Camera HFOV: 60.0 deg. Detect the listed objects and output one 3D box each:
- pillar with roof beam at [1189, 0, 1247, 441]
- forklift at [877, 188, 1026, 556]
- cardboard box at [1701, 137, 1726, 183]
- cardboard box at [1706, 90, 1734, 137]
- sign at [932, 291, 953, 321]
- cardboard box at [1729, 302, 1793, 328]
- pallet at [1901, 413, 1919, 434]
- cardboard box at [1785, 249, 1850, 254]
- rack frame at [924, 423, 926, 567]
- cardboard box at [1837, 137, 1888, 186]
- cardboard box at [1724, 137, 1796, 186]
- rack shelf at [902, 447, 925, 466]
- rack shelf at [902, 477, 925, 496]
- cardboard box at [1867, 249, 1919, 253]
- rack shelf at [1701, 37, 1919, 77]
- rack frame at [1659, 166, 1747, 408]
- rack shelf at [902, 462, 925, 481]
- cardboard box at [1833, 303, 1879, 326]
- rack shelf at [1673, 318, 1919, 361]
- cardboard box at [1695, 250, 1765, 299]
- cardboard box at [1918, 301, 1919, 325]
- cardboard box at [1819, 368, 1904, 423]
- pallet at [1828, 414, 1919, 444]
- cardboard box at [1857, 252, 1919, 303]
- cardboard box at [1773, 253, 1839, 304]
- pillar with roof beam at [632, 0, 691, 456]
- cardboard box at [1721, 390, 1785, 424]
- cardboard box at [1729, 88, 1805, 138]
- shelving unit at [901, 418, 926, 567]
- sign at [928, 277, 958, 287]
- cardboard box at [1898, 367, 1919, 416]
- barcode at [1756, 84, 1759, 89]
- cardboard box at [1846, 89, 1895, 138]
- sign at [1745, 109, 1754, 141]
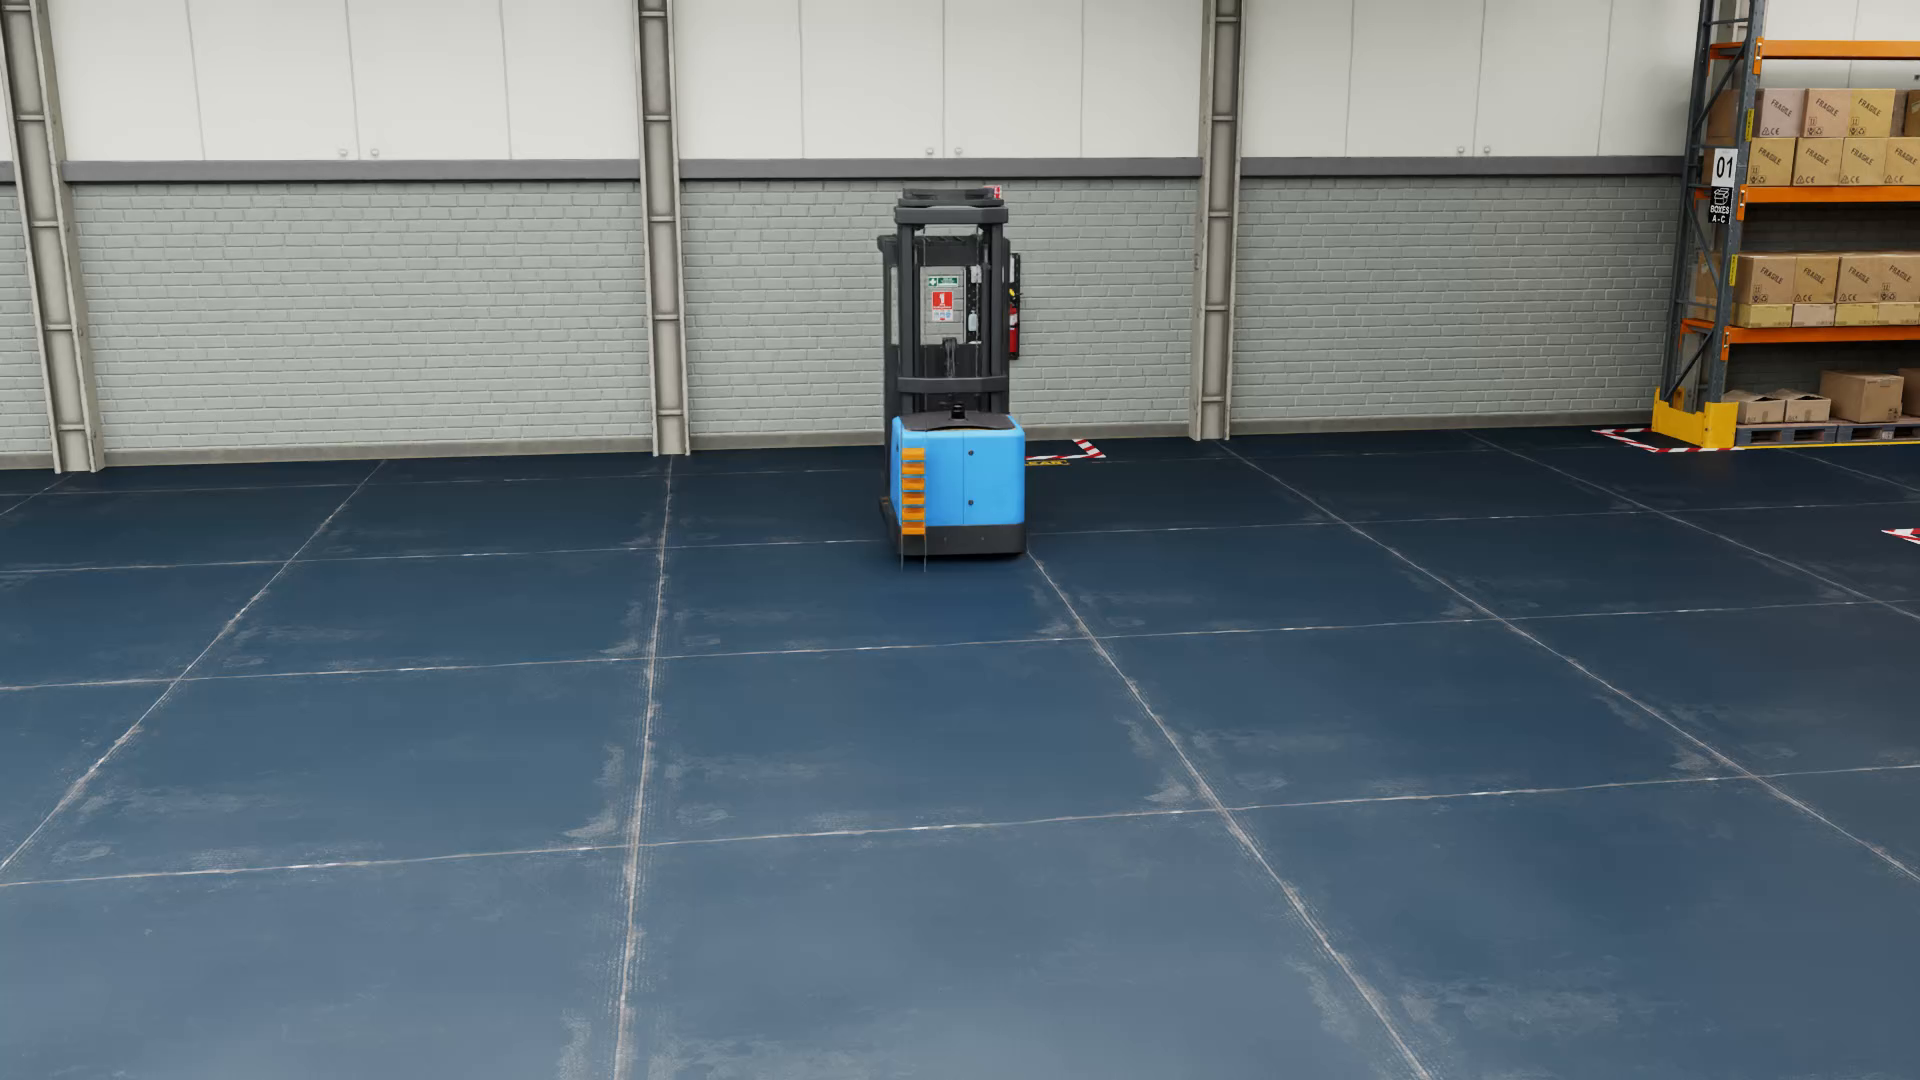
[{"bbox_3d":[3.461,-4.489,13.621,0.400,9.000,9.100,-2,14,-8],"label":"pillar with roof beam"},{"bbox_3d":[-0.145,-1.603,14.588,1.130,2.935,3.031,-2,14,-6],"label":"forklift"},{"bbox_3d":[8.564,-4.188,18.340,0.500,0.500,0.500,-1,14,-4],"label":"cardboard box"},{"bbox_3d":[8.577,-4.675,18.228,0.500,0.500,0.500,-1,14,-6],"label":"cardboard box"},{"bbox_3d":[-0.192,-2.556,18.174,0.234,0.329,0.001,-2,14,-8],"label":"sign"},{"bbox_3d":[8.719,-2.477,18.198,0.500,0.250,0.500,-3,14,-10],"label":"cardboard box"},{"bbox_3d":[11.486,-1.358,19.203,1.213,0.211,1.003,-2,14,-8],"label":"pallet"},{"bbox_3d":[9.633,-3.003,18.755,0.500,0.500,0.500,-2,14,-10],"label":"cardboard box"},{"bbox_3d":[-0.276,-0.351,13.149,0.006,1.200,0.240,0,14,-1],"label":"rack frame"},{"bbox_3d":[9.606,-4.094,17.968,0.500,0.500,0.500,-1,14,-6],"label":"cardboard box"},{"bbox_3d":[8.557,-4.064,17.846,0.500,0.500,0.500,-2,14,-7],"label":"cardboard box"},{"bbox_3d":[-0.367,-0.656,13.069,0.180,0.103,0.258,0,14,-1],"label":"rack shelf"},{"bbox_3d":[-0.368,-0.424,13.129,0.180,0.103,0.258,0,14,-1],"label":"rack shelf"},{"bbox_3d":[10.643,-3.043,18.914,0.500,0.500,0.500,-2,14,-7],"label":"cardboard box"},{"bbox_3d":[10.167,-5.230,18.064,4.000,0.370,1.077,-2,14,-8],"label":"rack shelf"},{"bbox_3d":[8.189,-2.598,18.416,0.127,3.000,1.000,-2,14,-8],"label":"rack frame"},{"bbox_3d":[-0.367,-0.540,13.099,0.180,0.103,0.258,0,14,-1],"label":"rack shelf"},{"bbox_3d":[9.735,-2.516,18.355,0.500,0.250,0.500,-2,14,-9],"label":"cardboard box"},{"bbox_3d":[10.167,-2.322,18.793,4.000,0.370,1.077,-2,14,-8],"label":"rack shelf"},{"bbox_3d":[8.624,-2.967,18.613,0.500,0.500,0.500,-2,14,-9],"label":"cardboard box"},{"bbox_3d":[10.732,-2.552,18.500,0.500,0.250,0.500,-2,14,-9],"label":"cardboard box"},{"bbox_3d":[10.183,-1.638,18.821,0.500,0.500,0.700,-3,14,-12],"label":"cardboard box"},{"bbox_3d":[10.277,-1.313,19.023,1.213,0.211,1.003,-2,14,-8],"label":"pallet"},{"bbox_3d":[10.217,-2.898,18.338,0.500,0.500,0.500,-2,14,-7],"label":"cardboard box"},{"bbox_3d":[9.196,-2.860,18.184,0.500,0.500,0.500,-2,14,-8],"label":"cardboard box"},{"bbox_3d":[-2.472,-4.271,12.754,0.400,9.000,9.100,-2,14,-8],"label":"pillar with roof beam"},{"bbox_3d":[8.887,-1.511,18.704,0.500,0.311,0.500,-4,15,-15],"label":"cardboard box"},{"bbox_3d":[8.606,-4.552,17.738,0.500,0.500,0.500,-3,14,-12],"label":"cardboard box"},{"bbox_3d":[-0.368,-0.351,13.148,0.189,1.200,0.258,0,14,-1],"label":"shelving unit"},{"bbox_3d":[-0.186,-2.811,18.102,0.331,0.109,0.001,-2,14,-8],"label":"sign"},{"bbox_3d":[11.124,-1.697,19.057,0.500,0.500,0.500,-3,14,-13],"label":"cardboard box"},{"bbox_3d":[8.817,-5.024,18.427,0.075,0.075,0.001,-2,14,-8],"label":"barcode"},{"bbox_3d":[9.615,-4.579,17.847,0.500,0.500,0.500,-2,14,-7],"label":"cardboard box"},{"bbox_3d":[8.270,-4.347,17.425,0.005,0.325,0.100,-2,14,-8],"label":"sign"}]
